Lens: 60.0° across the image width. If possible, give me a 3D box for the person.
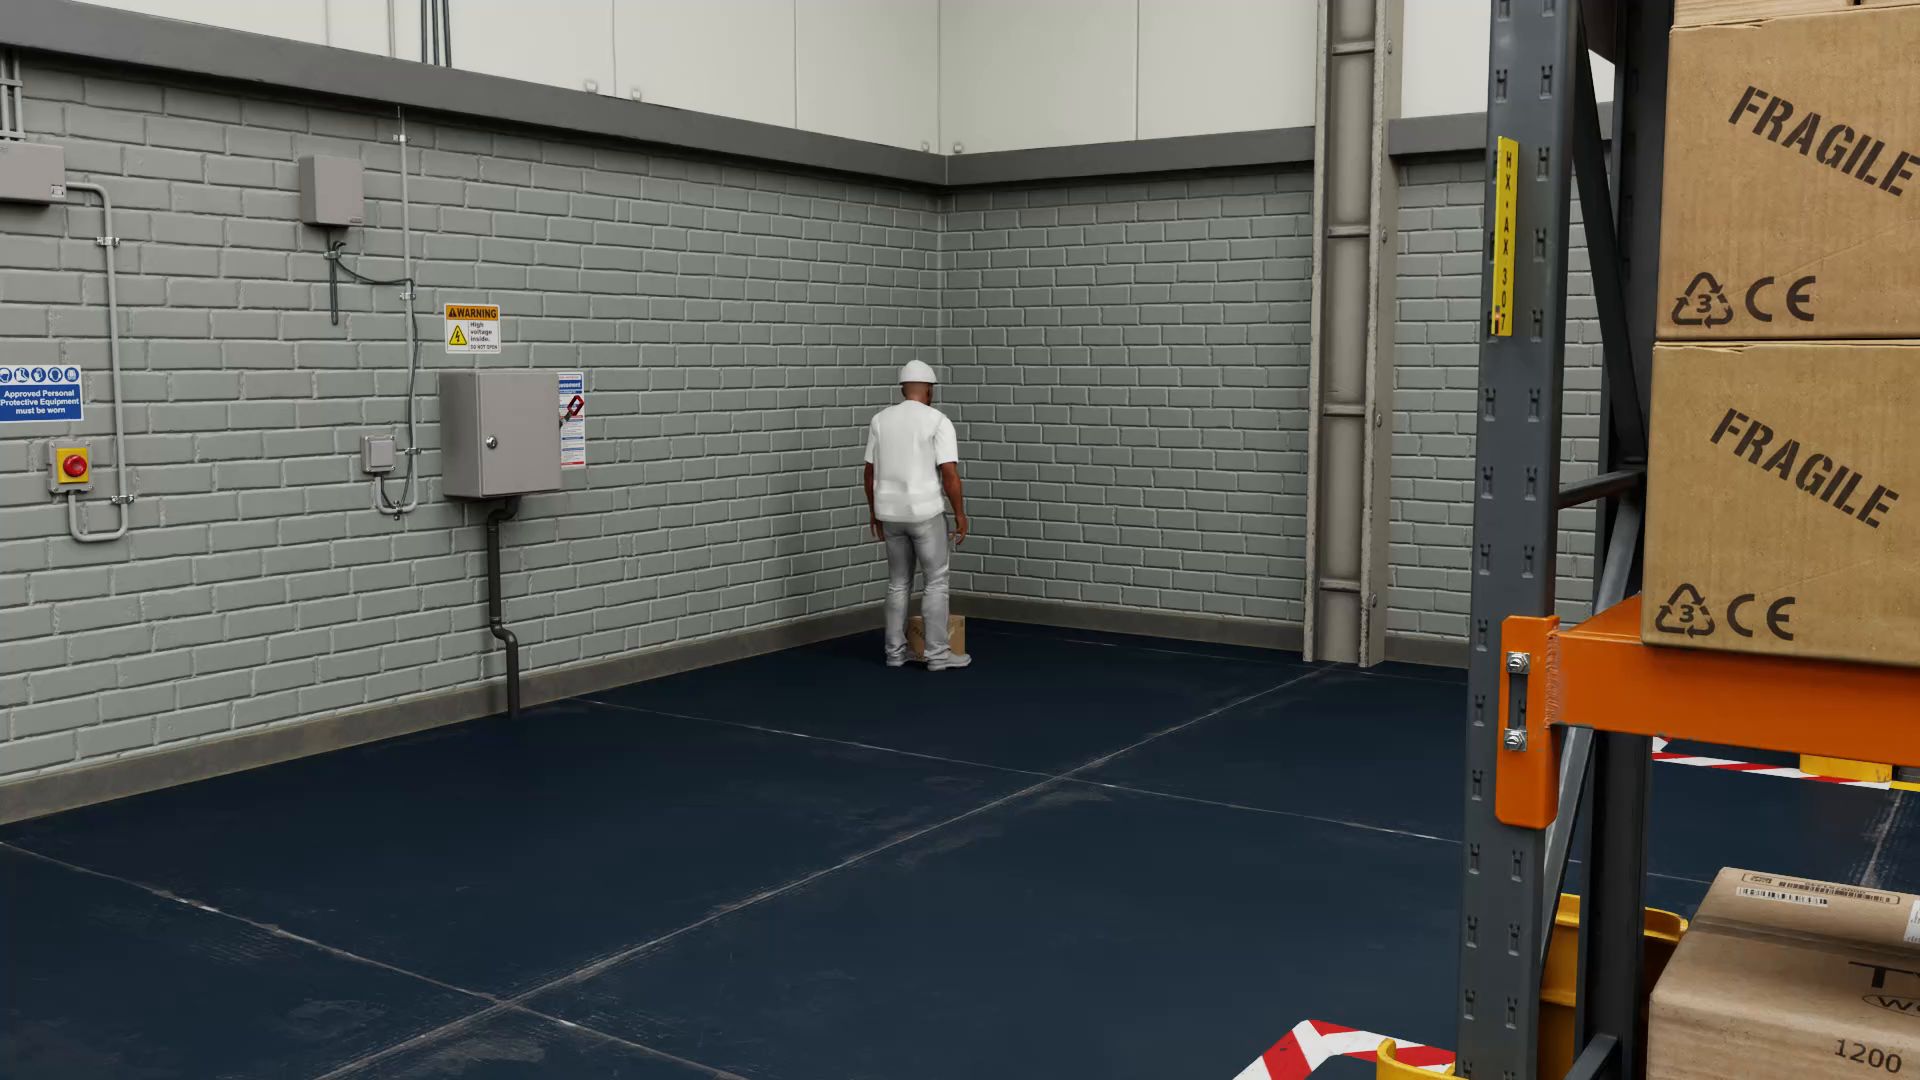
[{"bbox_3d":[-0.254,-0.148,9.551,0.636,1.761,0.454,4,7,31],"label":"person"}]
